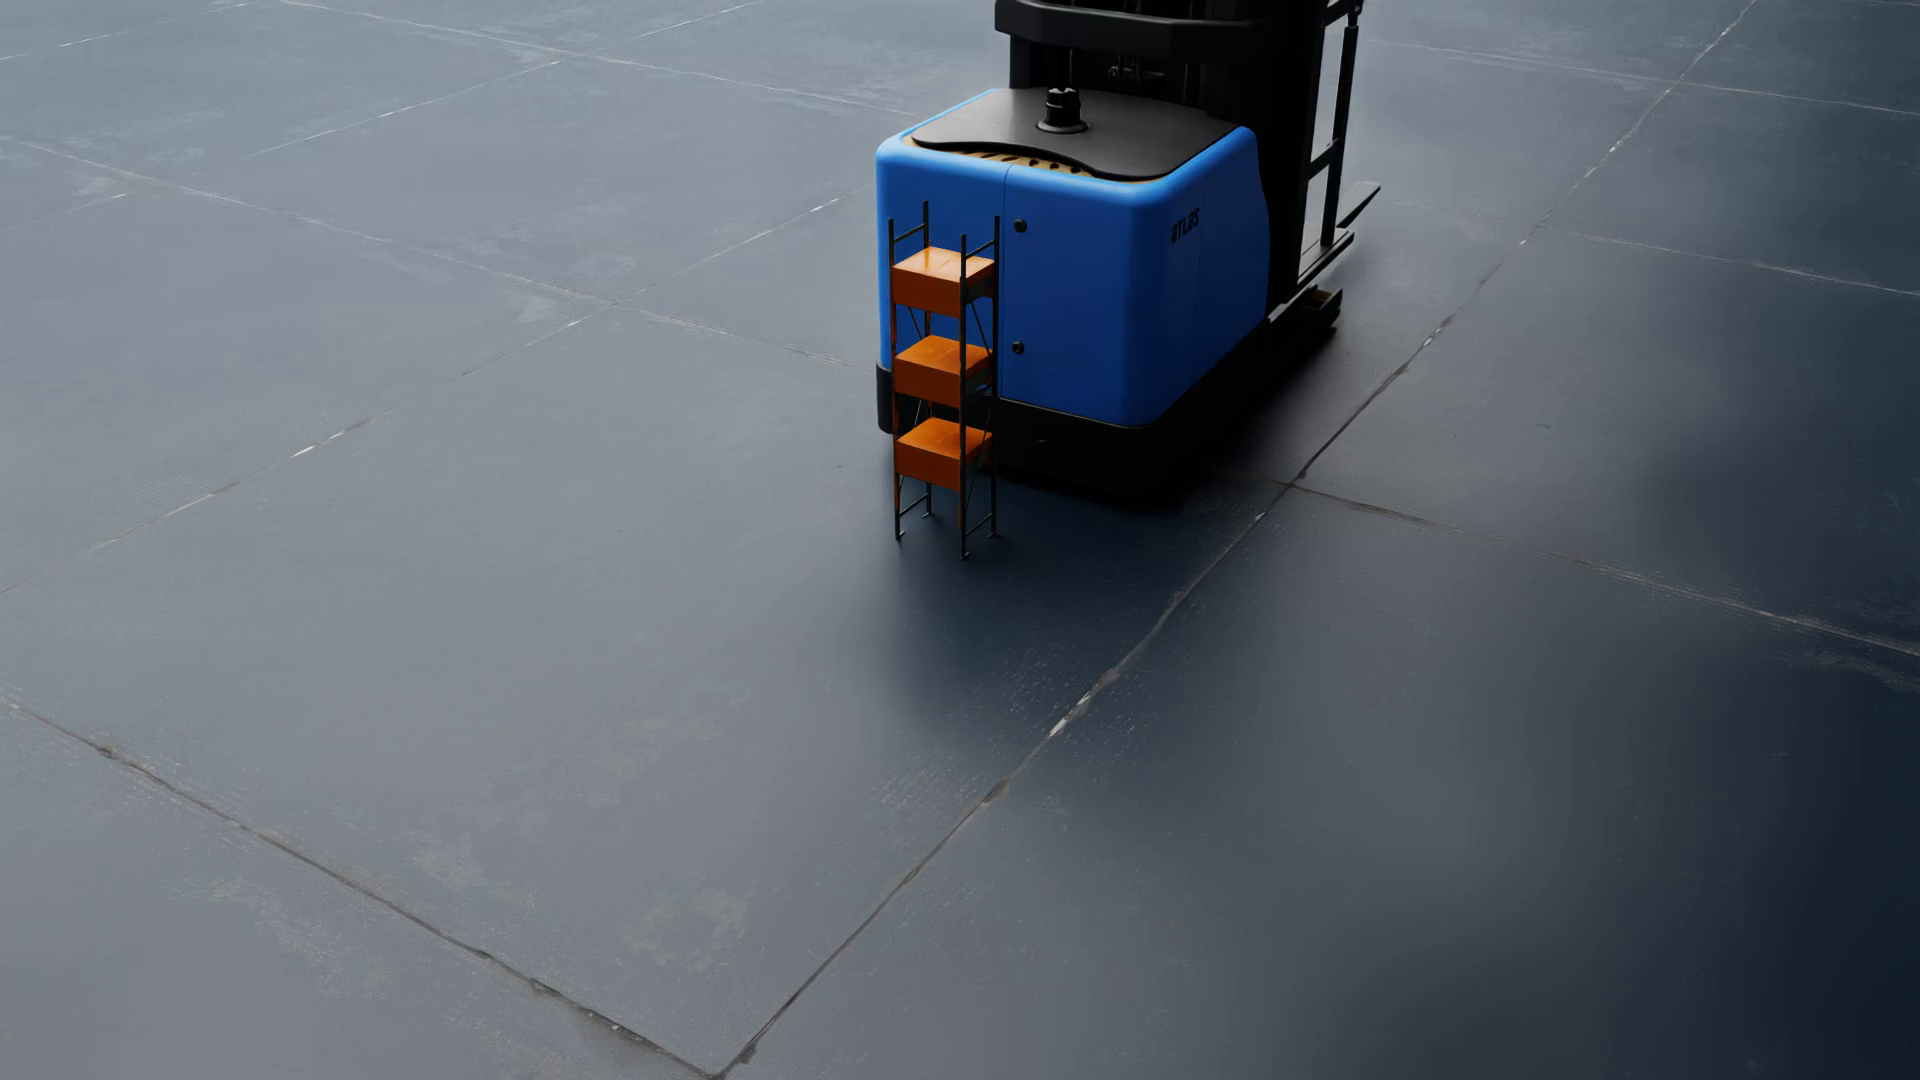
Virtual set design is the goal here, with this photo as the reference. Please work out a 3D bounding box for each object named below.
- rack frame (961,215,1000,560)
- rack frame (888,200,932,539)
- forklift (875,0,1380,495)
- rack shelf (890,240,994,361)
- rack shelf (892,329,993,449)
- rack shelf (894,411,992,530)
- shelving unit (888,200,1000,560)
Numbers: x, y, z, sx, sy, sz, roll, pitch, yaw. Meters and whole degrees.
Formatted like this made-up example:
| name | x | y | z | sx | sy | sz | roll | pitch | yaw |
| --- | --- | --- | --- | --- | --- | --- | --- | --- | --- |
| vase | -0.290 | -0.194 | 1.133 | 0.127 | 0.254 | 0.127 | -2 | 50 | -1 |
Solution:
| name | x | y | z | sx | sy | sz | roll | pitch | yaw |
| --- | --- | --- | --- | --- | --- | --- | --- | --- | --- |
| rack frame | 0.058 | -0.435 | 4.954 | 0.008 | 1.050 | 0.200 | 18 | 35 | 27 |
| rack frame | -0.149 | -0.501 | 5.066 | 0.008 | 1.050 | 0.200 | 18 | 35 | 27 |
| forklift | 0.879 | -2.123 | 5.980 | 1.130 | 2.935 | 3.031 | 16 | 34 | 25 |
| rack shelf | -0.045 | -0.704 | 4.872 | 0.240 | 0.259 | 0.215 | 18 | 35 | 27 |
| rack shelf | -0.045 | -0.459 | 5.015 | 0.240 | 0.259 | 0.215 | 18 | 35 | 27 |
| rack shelf | -0.045 | -0.219 | 5.155 | 0.240 | 0.259 | 0.215 | 18 | 35 | 27 |
| shelving unit | -0.045 | -0.468 | 5.010 | 0.252 | 1.050 | 0.215 | 18 | 35 | 27 |
